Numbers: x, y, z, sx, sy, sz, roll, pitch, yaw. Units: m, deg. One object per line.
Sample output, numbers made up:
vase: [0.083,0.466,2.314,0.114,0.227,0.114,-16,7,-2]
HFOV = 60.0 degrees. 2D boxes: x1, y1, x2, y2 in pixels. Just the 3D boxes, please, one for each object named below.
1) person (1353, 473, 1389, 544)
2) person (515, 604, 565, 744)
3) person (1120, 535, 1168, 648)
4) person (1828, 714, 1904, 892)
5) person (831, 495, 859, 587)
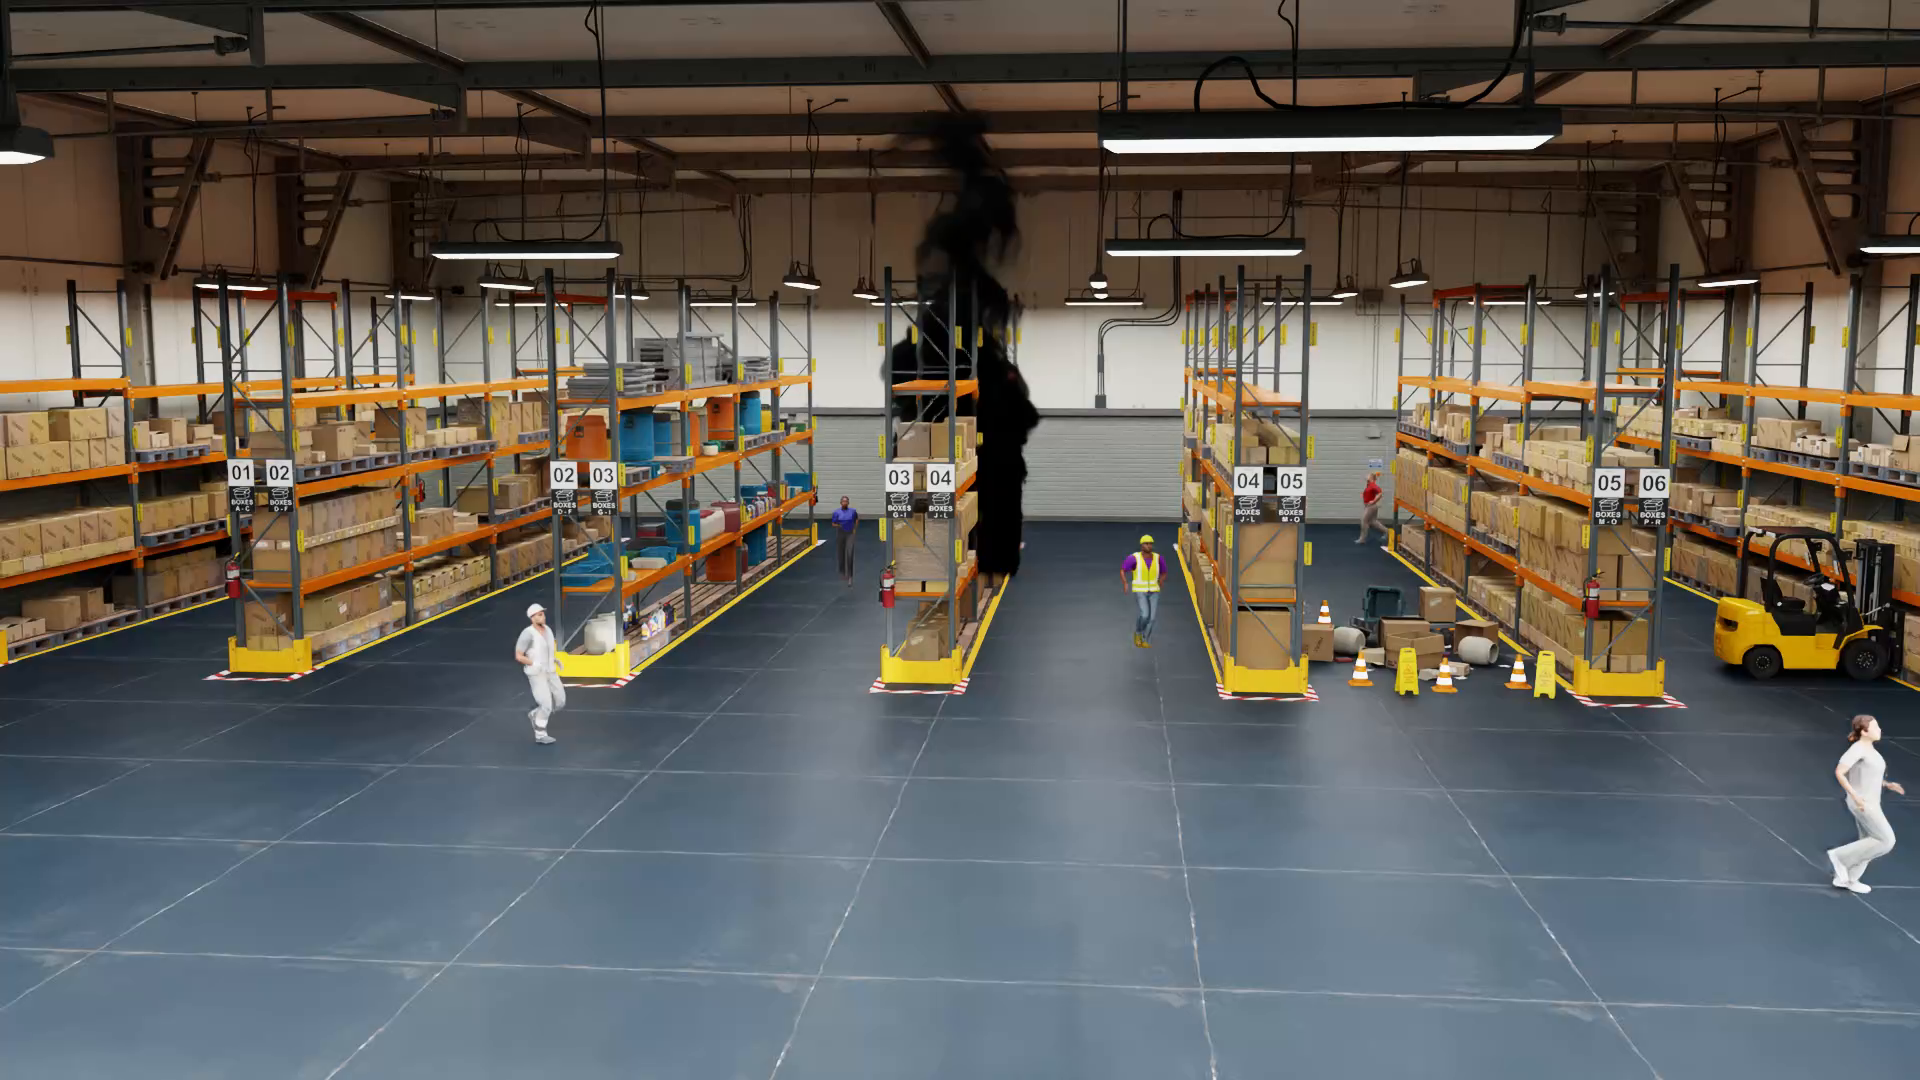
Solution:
person: [10.063,-0.757,40.508,0.895,1.741,0.668,1,7,12]
person: [-5.175,1.650,20.548,0.614,1.738,0.652,4,8,29]
person: [2.828,0.794,25.194,0.705,1.737,0.580,-1,7,-12]
person: [8.190,2.383,14.998,0.553,1.630,0.557,6,9,39]
person: [-2.226,0.016,32.166,0.526,1.737,0.780,0,7,-2]
